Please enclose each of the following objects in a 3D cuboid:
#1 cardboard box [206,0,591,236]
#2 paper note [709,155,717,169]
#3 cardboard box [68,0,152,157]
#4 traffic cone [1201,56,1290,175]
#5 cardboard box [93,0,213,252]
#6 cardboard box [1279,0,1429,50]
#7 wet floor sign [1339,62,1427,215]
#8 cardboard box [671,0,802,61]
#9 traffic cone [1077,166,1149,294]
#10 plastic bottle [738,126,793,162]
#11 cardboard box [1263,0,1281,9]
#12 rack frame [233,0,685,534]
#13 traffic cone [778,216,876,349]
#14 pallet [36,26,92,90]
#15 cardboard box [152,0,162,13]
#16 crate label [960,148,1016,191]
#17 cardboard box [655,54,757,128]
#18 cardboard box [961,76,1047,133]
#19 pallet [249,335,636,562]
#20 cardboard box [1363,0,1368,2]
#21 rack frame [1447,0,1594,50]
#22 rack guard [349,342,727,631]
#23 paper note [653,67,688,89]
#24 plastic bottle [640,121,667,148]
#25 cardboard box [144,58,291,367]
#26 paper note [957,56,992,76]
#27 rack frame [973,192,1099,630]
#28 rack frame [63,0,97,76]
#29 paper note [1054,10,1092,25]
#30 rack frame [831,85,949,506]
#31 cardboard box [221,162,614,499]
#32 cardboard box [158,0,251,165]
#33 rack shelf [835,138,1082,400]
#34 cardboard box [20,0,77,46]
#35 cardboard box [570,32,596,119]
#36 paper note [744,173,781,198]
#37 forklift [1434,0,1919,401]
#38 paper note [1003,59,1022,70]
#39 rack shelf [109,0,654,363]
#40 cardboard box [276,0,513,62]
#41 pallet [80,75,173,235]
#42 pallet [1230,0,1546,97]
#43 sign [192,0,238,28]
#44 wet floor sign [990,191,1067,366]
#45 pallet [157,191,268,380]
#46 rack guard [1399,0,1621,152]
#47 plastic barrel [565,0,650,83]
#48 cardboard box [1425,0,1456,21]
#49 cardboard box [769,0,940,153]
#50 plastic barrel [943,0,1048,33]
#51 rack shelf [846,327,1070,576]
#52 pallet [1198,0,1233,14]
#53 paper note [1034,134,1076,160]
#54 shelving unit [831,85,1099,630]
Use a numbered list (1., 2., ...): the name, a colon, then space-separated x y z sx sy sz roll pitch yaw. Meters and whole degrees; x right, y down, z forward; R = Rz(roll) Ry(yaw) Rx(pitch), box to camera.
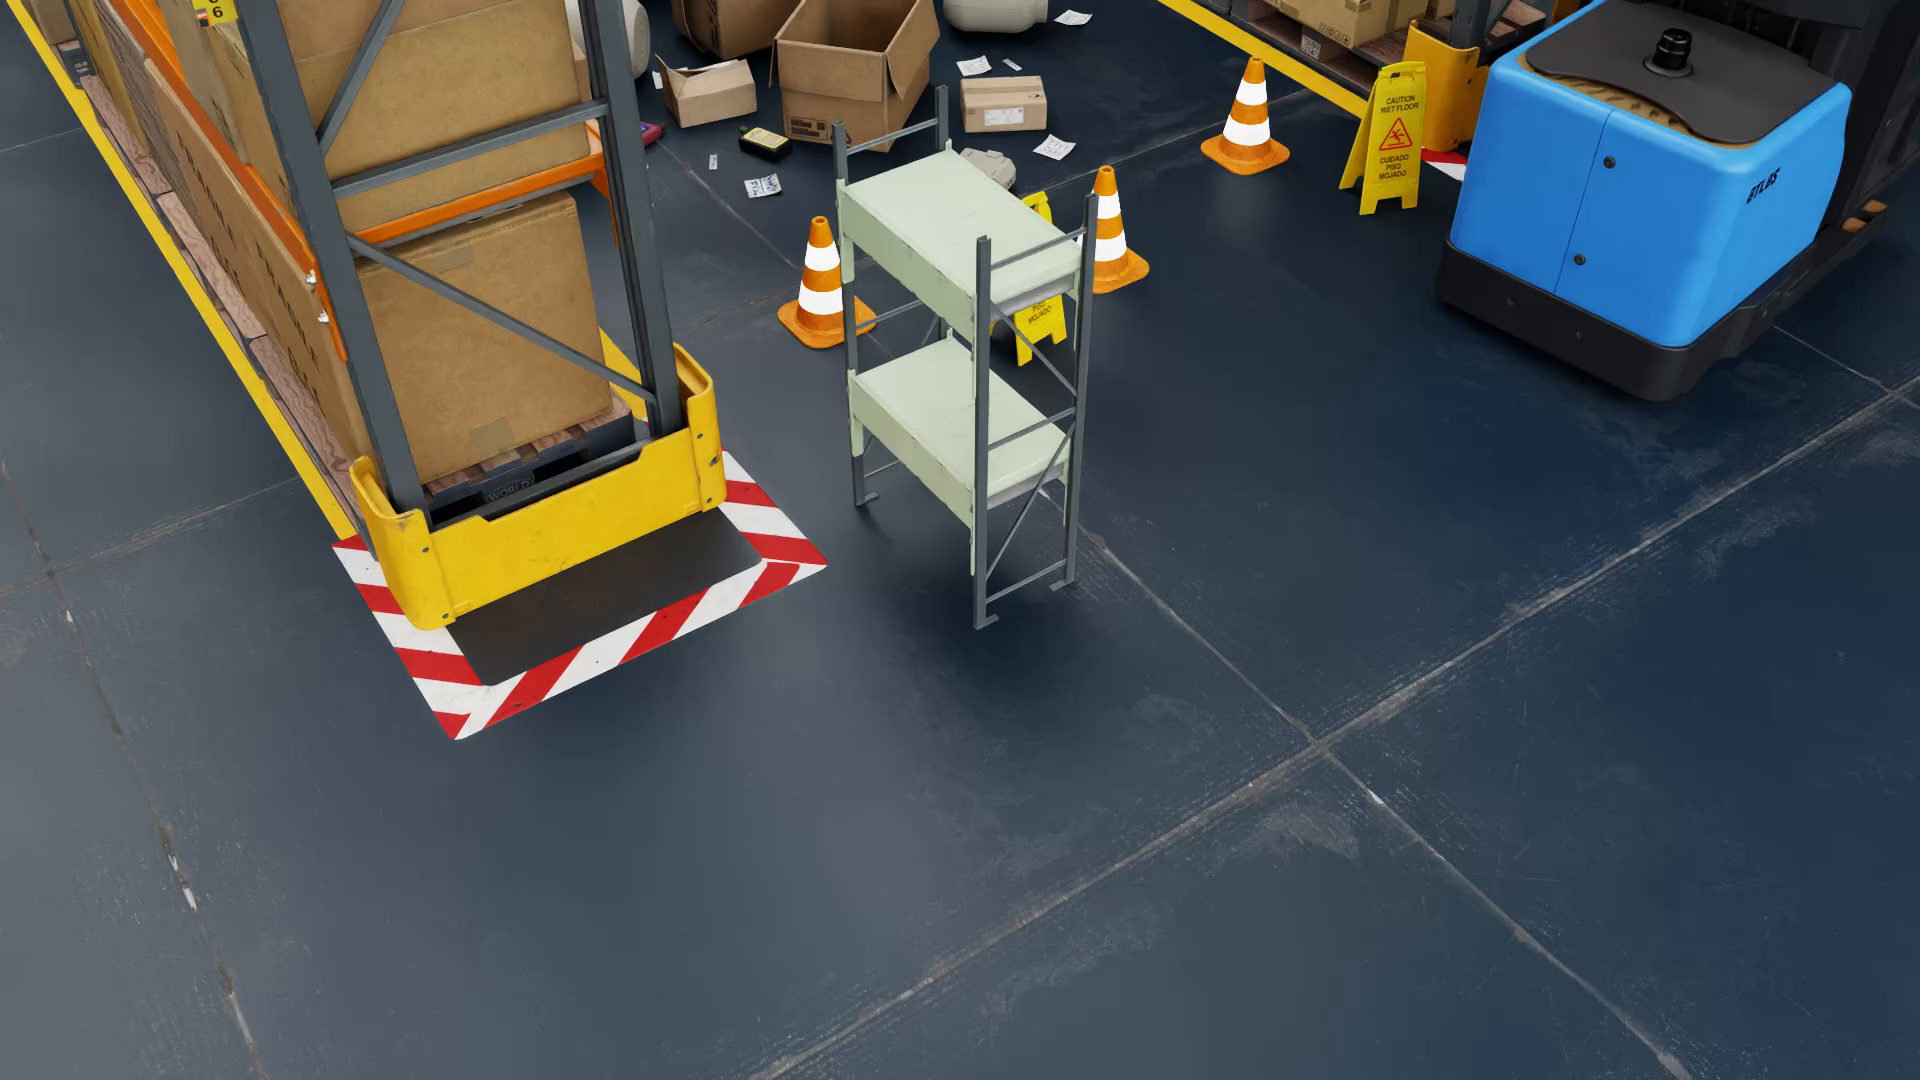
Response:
1. cardboard box: -1.644 -1.359 4.893 0.875 0.550 0.550 -26 49 -24
2. paper note: -1.119 -1.714 7.538 0.032 0.001 0.123 -3 44 -4
3. cardboard box: -3.380 -2.377 7.303 0.875 0.875 0.875 -25 49 -24
4. traffic cone: 1.304 -1.941 7.449 0.336 0.463 0.334 -26 49 -24
5. cardboard box: -2.861 -1.868 6.769 0.875 0.875 0.875 -25 49 -24
6. cardboard box: 1.911 -2.648 8.038 0.500 0.250 0.500 -26 49 -25
7. wet floor sign: 1.839 -1.743 7.109 0.267 0.644 0.232 -10 45 -11
8. cardboard box: -1.015 -2.792 8.212 0.797 0.637 0.503 -26 49 -24
9. traffic cone: 0.588 -1.310 6.788 0.336 0.463 0.334 -26 49 -24
10. plastic bottle: -0.917 -1.824 7.616 0.283 0.061 0.133 26 49 25
11. cardboard box: 1.635 -2.930 8.335 0.500 0.250 0.500 -26 49 -24
12. rack frame: -1.394 -1.112 4.743 1.000 3.000 0.127 -26 49 -24
13. traffic cone: -0.533 -1.057 6.522 0.336 0.463 0.334 -26 49 -24
14. pallet: -4.186 -2.777 8.506 1.003 0.211 1.213 -26 49 -24
15. cardboard box: -2.531 -2.312 5.891 0.875 0.550 0.500 -26 49 -24
16. crate label: 0.087 -1.613 7.341 0.298 0.136 0.250 18 47 18
17. cardboard box: -1.188 -2.143 7.803 0.396 0.266 0.258 -18 46 -18
18. cardboard box: 0.202 -2.038 7.777 0.380 0.149 0.250 -3 44 -4
19. pallet: -1.916 -0.526 6.148 1.003 0.211 1.213 -26 49 -24
20. cardboard box: 1.936 -2.904 7.764 0.500 0.500 0.500 -25 49 -24
21. rack frame: 2.608 -3.125 6.851 1.000 3.000 0.127 -26 49 -24
22. rack guard: -1.380 -0.195 5.592 1.175 0.500 0.348 -26 49 -24
23. paper note: -1.405 -2.255 8.096 0.172 0.023 0.155 -10 45 -11
24. plastic bottle: -1.485 -1.857 7.651 0.133 0.061 0.283 26 49 25
25. cardboard box: -2.341 -1.351 6.228 0.875 0.875 0.875 -26 50 -25
26. paper note: 0.072 -2.336 8.184 0.148 0.019 0.142 -10 45 -11
27. rack frame: 0.213 -0.331 5.011 0.400 1.500 0.023 -26 49 -24
28. rack frame: -3.682 -3.378 7.116 1.000 3.000 0.127 -26 49 -24
29. paper note: 0.584 -2.685 8.540 0.148 0.019 0.142 26 49 25
30. rack frame: -0.206 -0.746 5.445 0.400 1.500 0.023 -26 49 -24
31. cardboard box: -1.836 -0.854 5.707 0.875 0.875 0.875 -25 49 -24
32. cardboard box: -1.976 -1.662 5.210 0.875 0.550 0.550 -26 49 -24
33. rack shelf: 0.004 -0.821 4.959 0.431 0.370 0.720 -26 49 -24
34. cardboard box: -4.111 -3.032 8.079 1.050 0.750 0.750 -26 49 -25
35. cardboard box: -1.953 -2.001 7.482 0.500 0.500 0.500 -18 46 -18
36. paper note: -0.875 -1.573 7.377 0.144 0.017 0.142 -10 45 -11
37. forklift: 3.320 -2.478 6.223 3.031 2.935 1.130 -34 53 -30
38. paper note: 0.258 -2.343 8.197 0.032 0.001 0.123 -26 49 -24
39. rack shelf: -2.538 -1.985 6.178 1.077 0.370 4.000 -26 49 -24
40. cardboard box: -1.575 -1.783 4.555 0.875 0.550 0.550 -26 49 -24
41. pallet: -3.312 -1.908 7.595 1.003 0.211 1.213 -26 49 -24
42. pallet: 2.129 -2.634 8.356 1.003 0.211 1.213 -26 49 -24
43. sign: -1.847 -1.410 4.045 0.100 0.325 0.005 -26 49 -24
44. wet floor sign: 0.246 -1.027 6.358 0.267 0.644 0.232 -35 53 -31
45. pallet: -2.610 -1.216 6.871 1.003 0.211 1.213 -26 49 -24
46. rack guard: 2.565 -2.264 7.759 1.175 0.500 0.348 -26 49 -24
47. plastic barrel: -1.775 -2.409 7.967 0.512 0.421 0.421 4 44 4
48. cardboard box: 2.373 -2.849 8.249 0.500 0.250 0.500 -26 49 -25
49. cardboard box: -0.473 -2.217 7.708 0.637 0.503 0.797 11 45 11
50. plastic barrel: 0.185 -2.765 8.340 0.512 0.421 0.421 4 44 4
51. rack shelf: 0.004 -0.303 5.453 0.431 0.370 0.720 -26 49 -24
52. pallet: 1.435 -3.324 9.079 1.003 0.211 1.213 -26 49 -24
53. paper note: 0.435 -1.800 7.614 0.142 0.019 0.148 26 49 25
54. shelving unit: 0.004 -0.539 5.228 0.431 1.500 0.755 -26 49 -24
